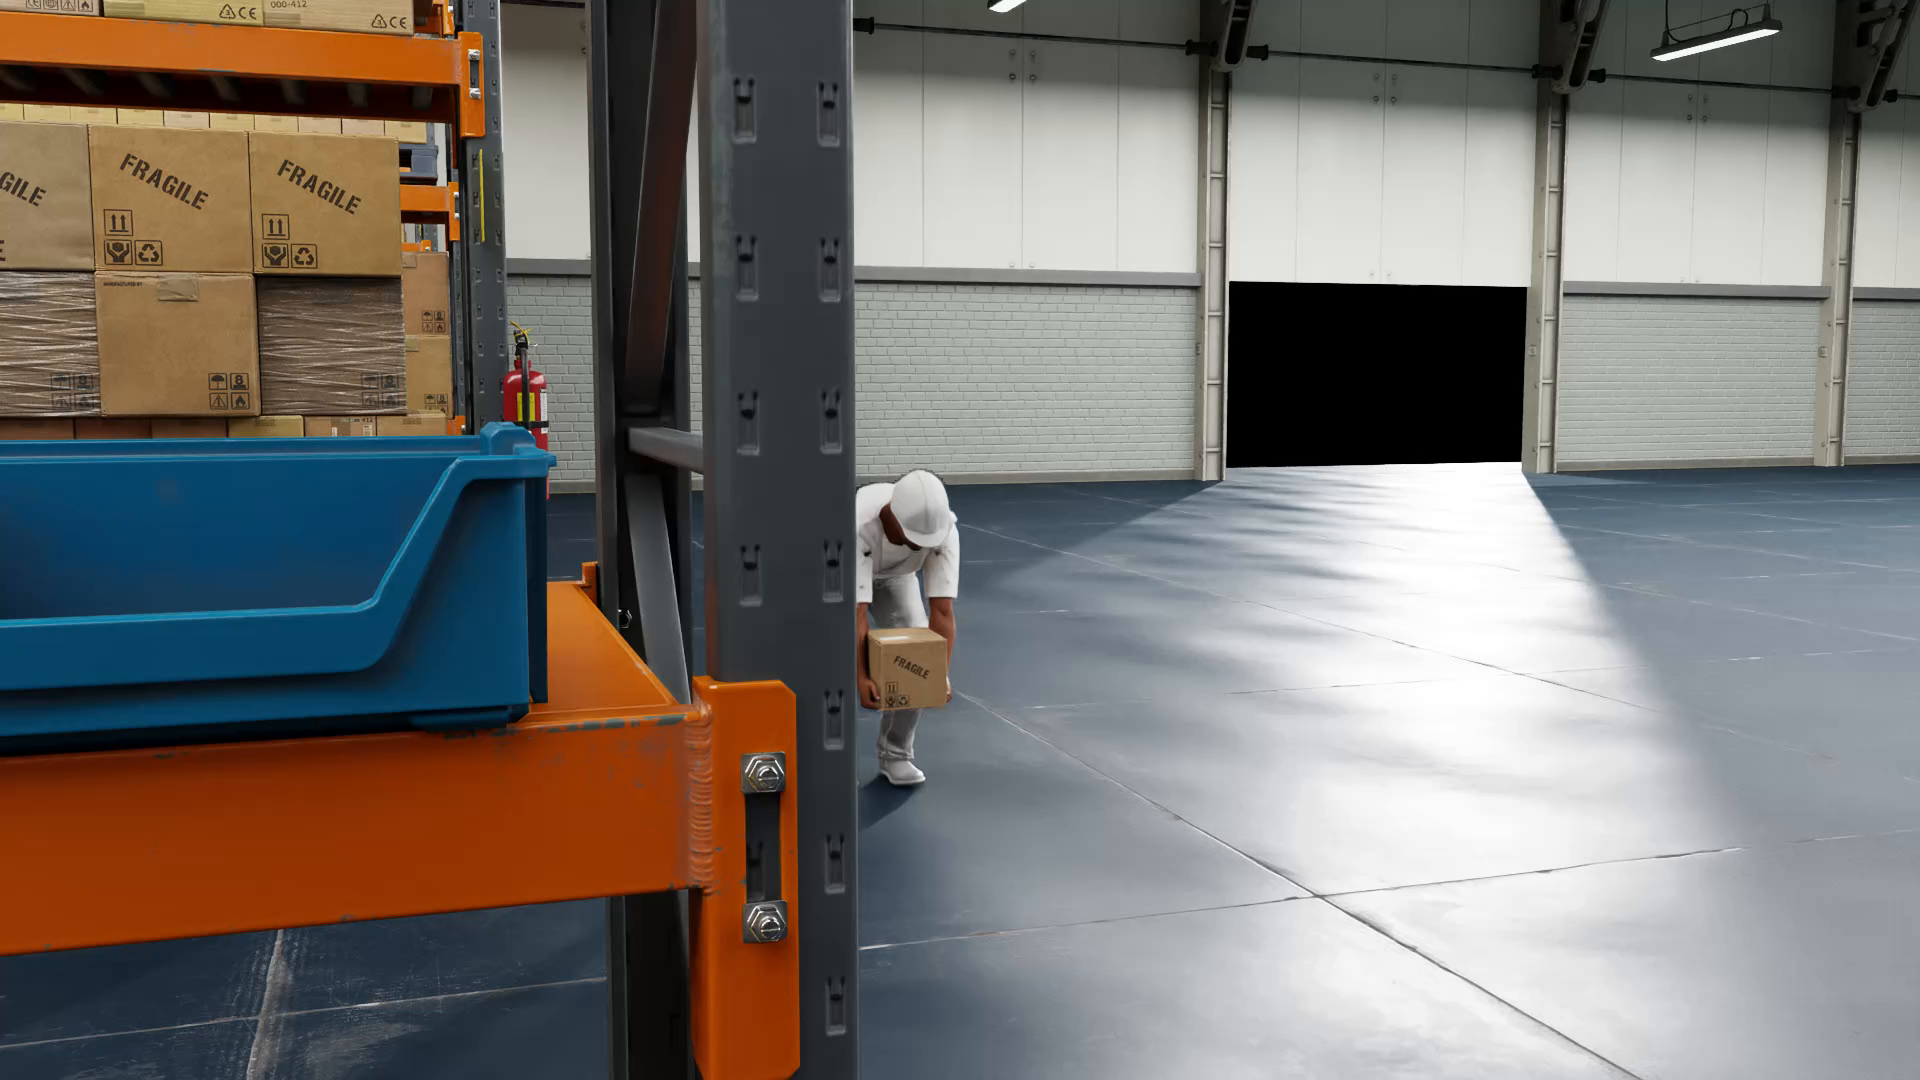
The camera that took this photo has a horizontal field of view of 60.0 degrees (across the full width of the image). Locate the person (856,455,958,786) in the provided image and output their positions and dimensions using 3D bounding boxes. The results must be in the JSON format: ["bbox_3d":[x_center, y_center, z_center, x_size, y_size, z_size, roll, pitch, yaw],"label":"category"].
[{"bbox_3d":[-0.269,0.316,6.333,0.493,1.310,0.924,-2,6,-21],"label":"person"}]
